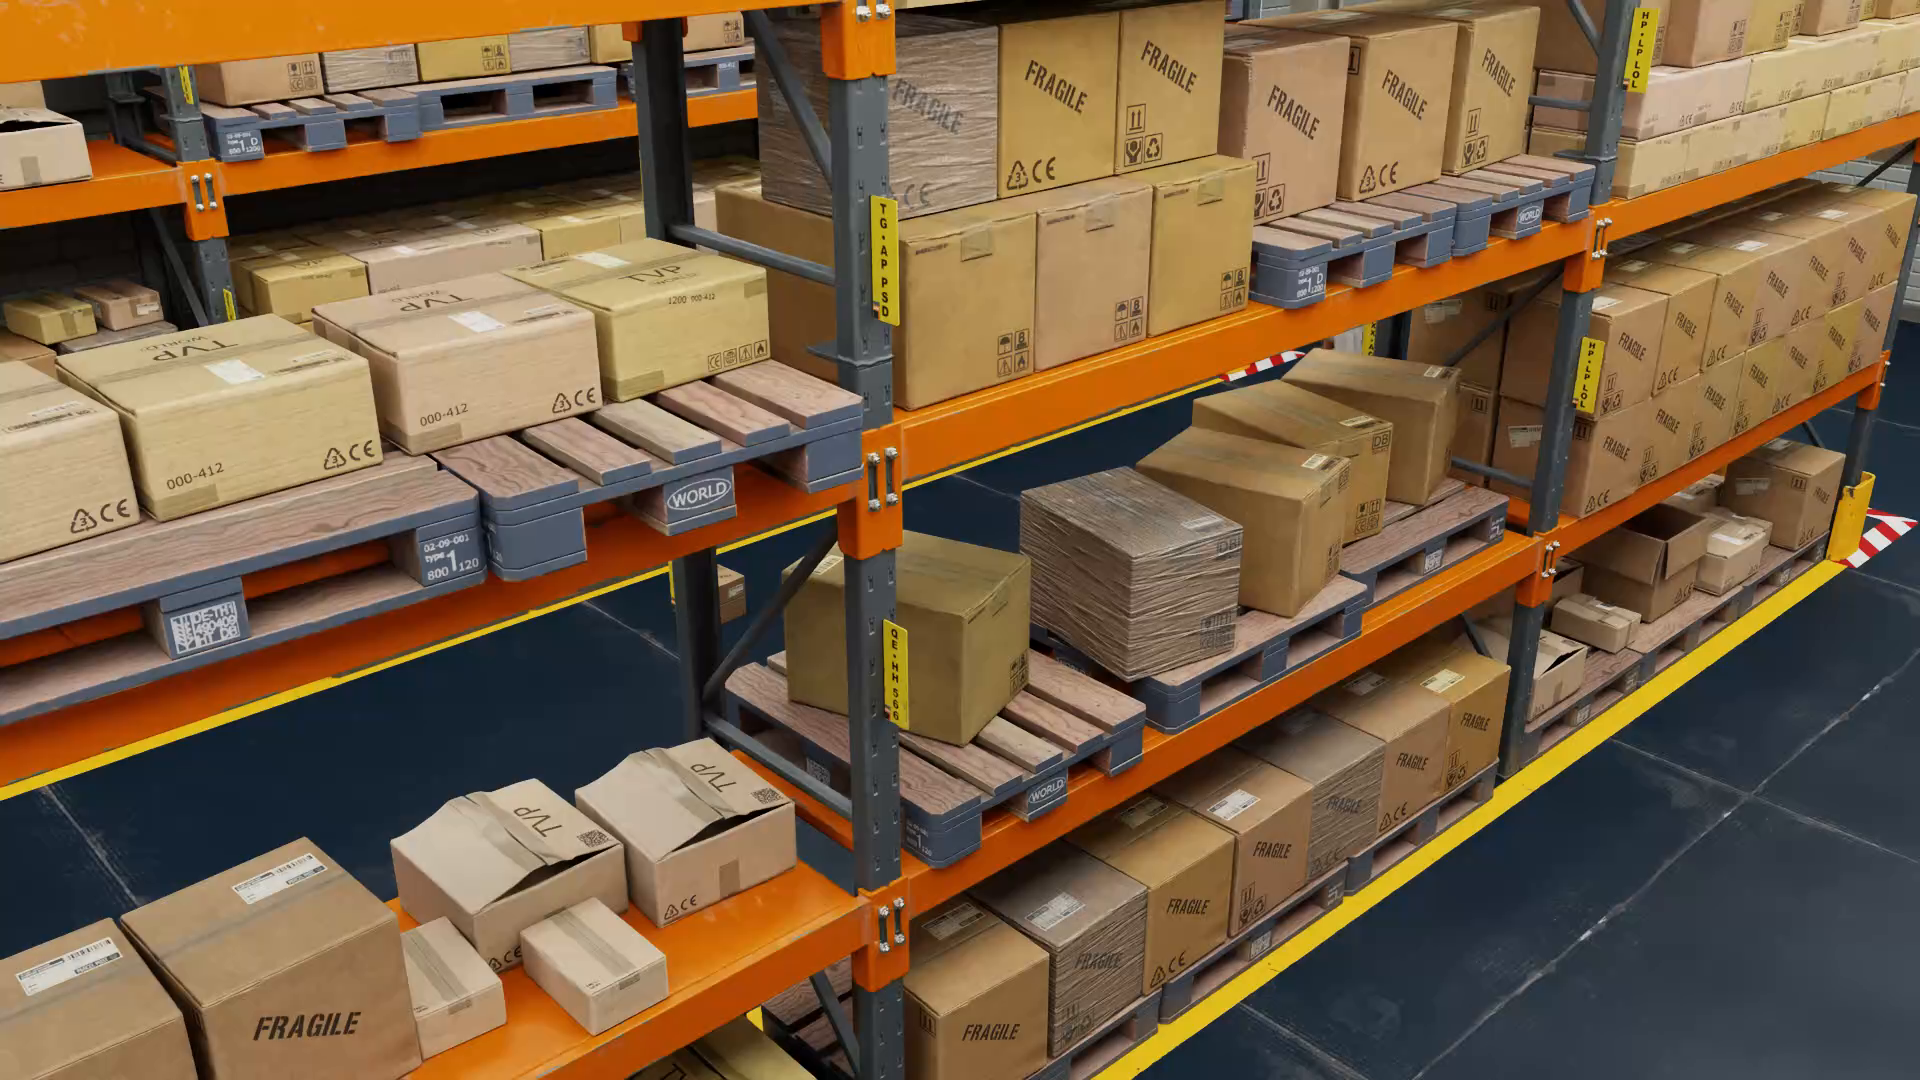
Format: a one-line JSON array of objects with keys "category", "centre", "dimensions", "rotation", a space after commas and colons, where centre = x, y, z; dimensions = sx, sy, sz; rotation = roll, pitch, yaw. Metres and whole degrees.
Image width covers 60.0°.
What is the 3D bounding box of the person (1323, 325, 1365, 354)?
[{"category": "person", "centre": [2.578, -0.922, 10.636], "dimensions": [0.501, 1.833, 0.589], "rotation": [-12, 27, -24]}]
